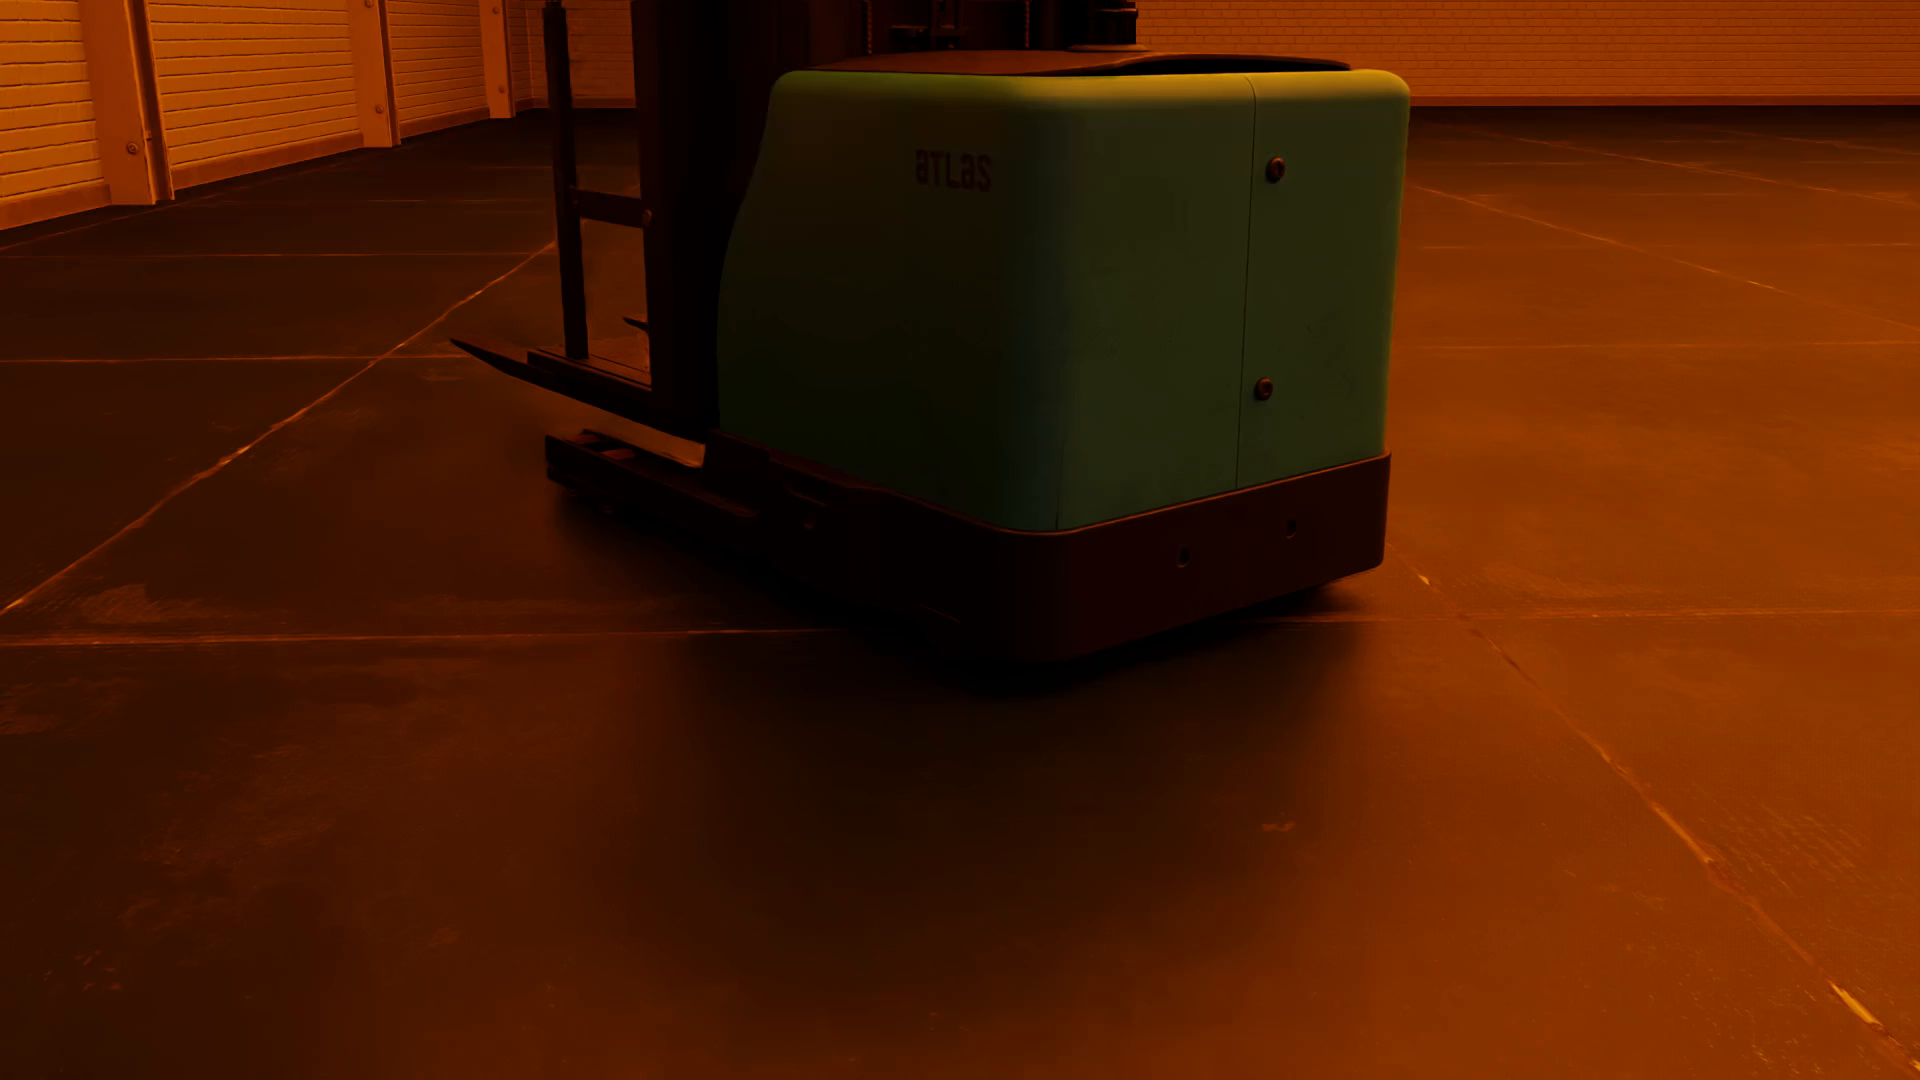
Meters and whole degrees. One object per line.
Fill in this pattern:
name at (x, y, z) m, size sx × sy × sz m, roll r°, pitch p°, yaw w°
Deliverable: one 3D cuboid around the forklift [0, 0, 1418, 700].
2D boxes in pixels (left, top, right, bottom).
forklift at (-0.515, -1.291, 3.129) m, size 3.031 × 2.935 × 1.130 m, roll -10°, pitch 20°, yaw -30°
